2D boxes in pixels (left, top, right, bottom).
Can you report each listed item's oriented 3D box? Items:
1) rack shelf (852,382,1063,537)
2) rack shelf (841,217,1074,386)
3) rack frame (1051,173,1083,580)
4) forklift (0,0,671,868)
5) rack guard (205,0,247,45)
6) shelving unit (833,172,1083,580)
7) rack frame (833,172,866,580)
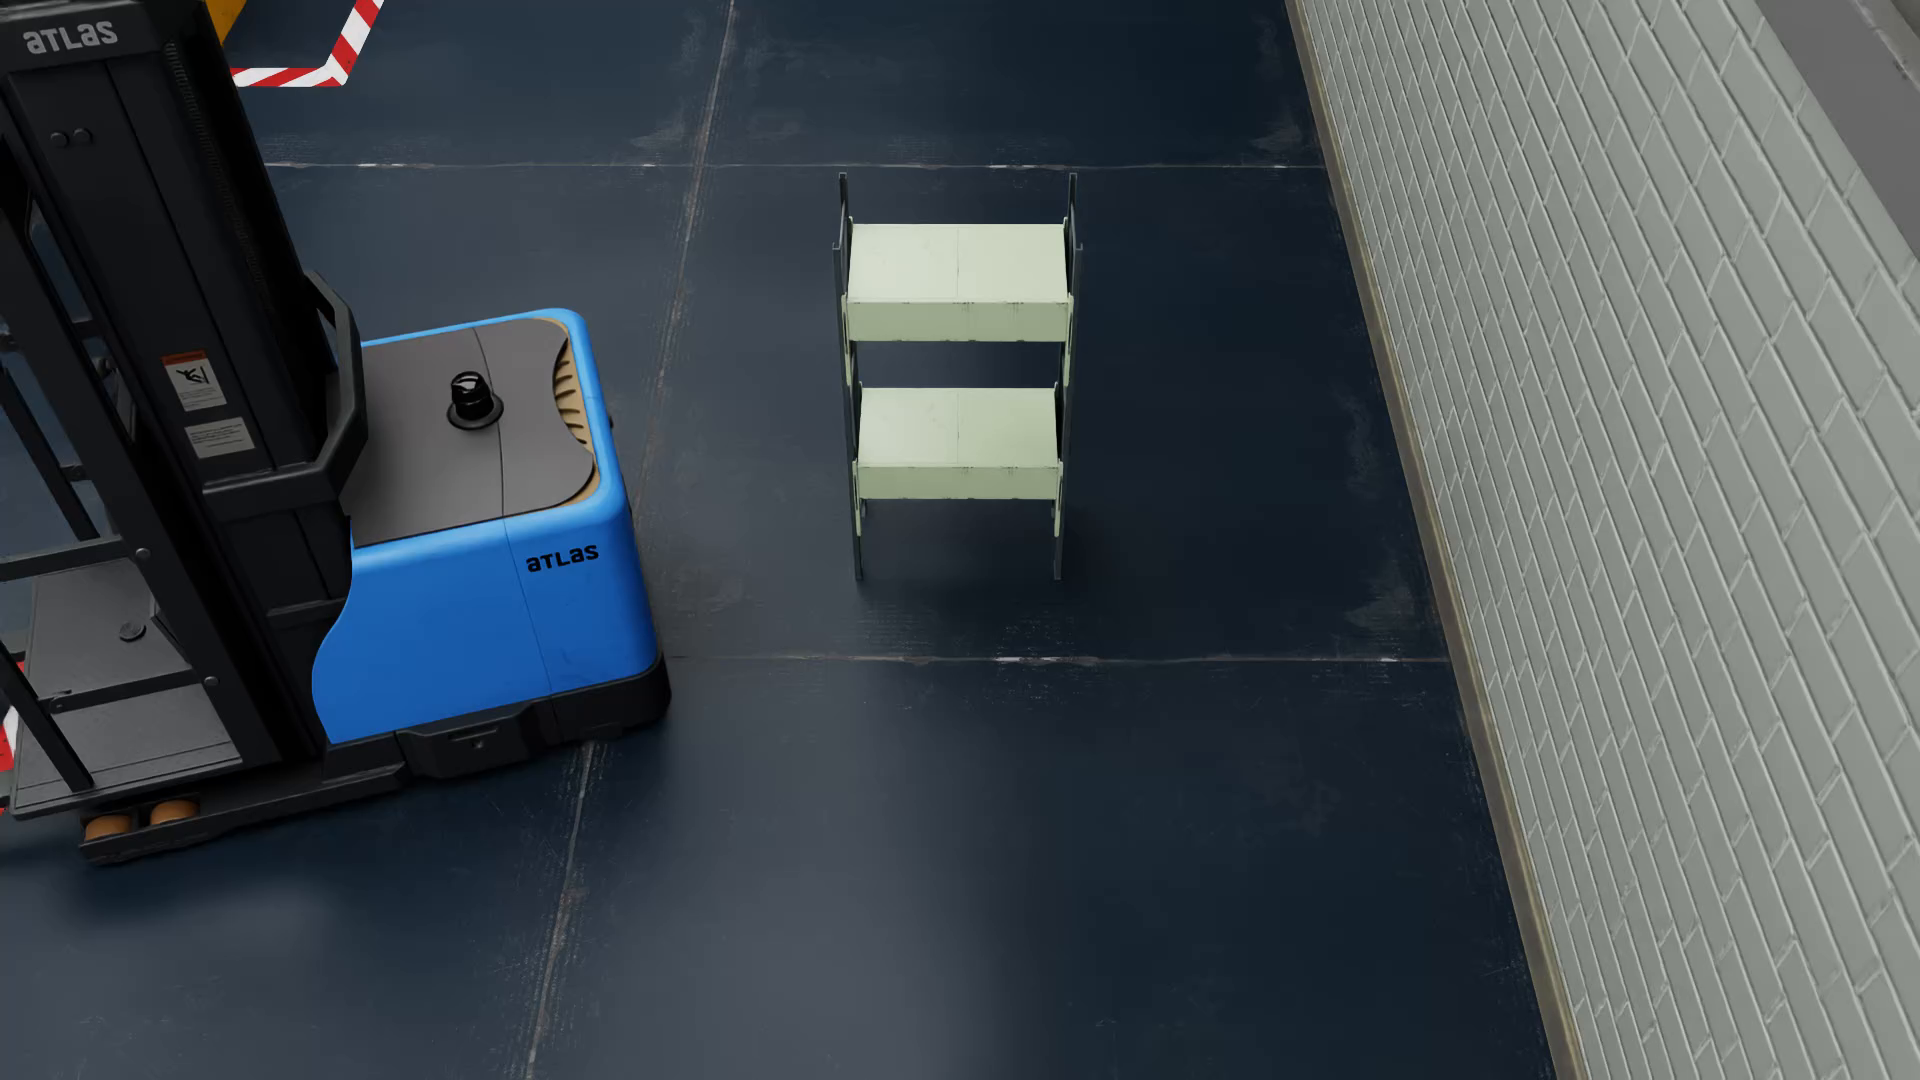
[{"bbox_3d":[-0.007,-0.289,5.940,0.720,0.370,0.431,0,47,0],"label":"rack shelf"},{"bbox_3d":[-0.007,-0.777,5.415,0.720,0.370,0.431,0,47,0],"label":"rack shelf"},{"bbox_3d":[0.359,-0.510,5.700,0.023,1.500,0.400,0,47,0],"label":"rack frame"},{"bbox_3d":[-2.557,-0.406,4.626,3.031,2.935,1.130,-12,48,-11],"label":"forklift"},{"bbox_3d":[-3.997,-2.959,8.663,0.348,0.500,1.175,0,47,0],"label":"rack guard"},{"bbox_3d":[-0.007,-0.511,5.701,0.755,1.500,0.431,0,47,0],"label":"shelving unit"},{"bbox_3d":[-0.373,-0.512,5.702,0.023,1.500,0.400,0,47,0],"label":"rack frame"}]
